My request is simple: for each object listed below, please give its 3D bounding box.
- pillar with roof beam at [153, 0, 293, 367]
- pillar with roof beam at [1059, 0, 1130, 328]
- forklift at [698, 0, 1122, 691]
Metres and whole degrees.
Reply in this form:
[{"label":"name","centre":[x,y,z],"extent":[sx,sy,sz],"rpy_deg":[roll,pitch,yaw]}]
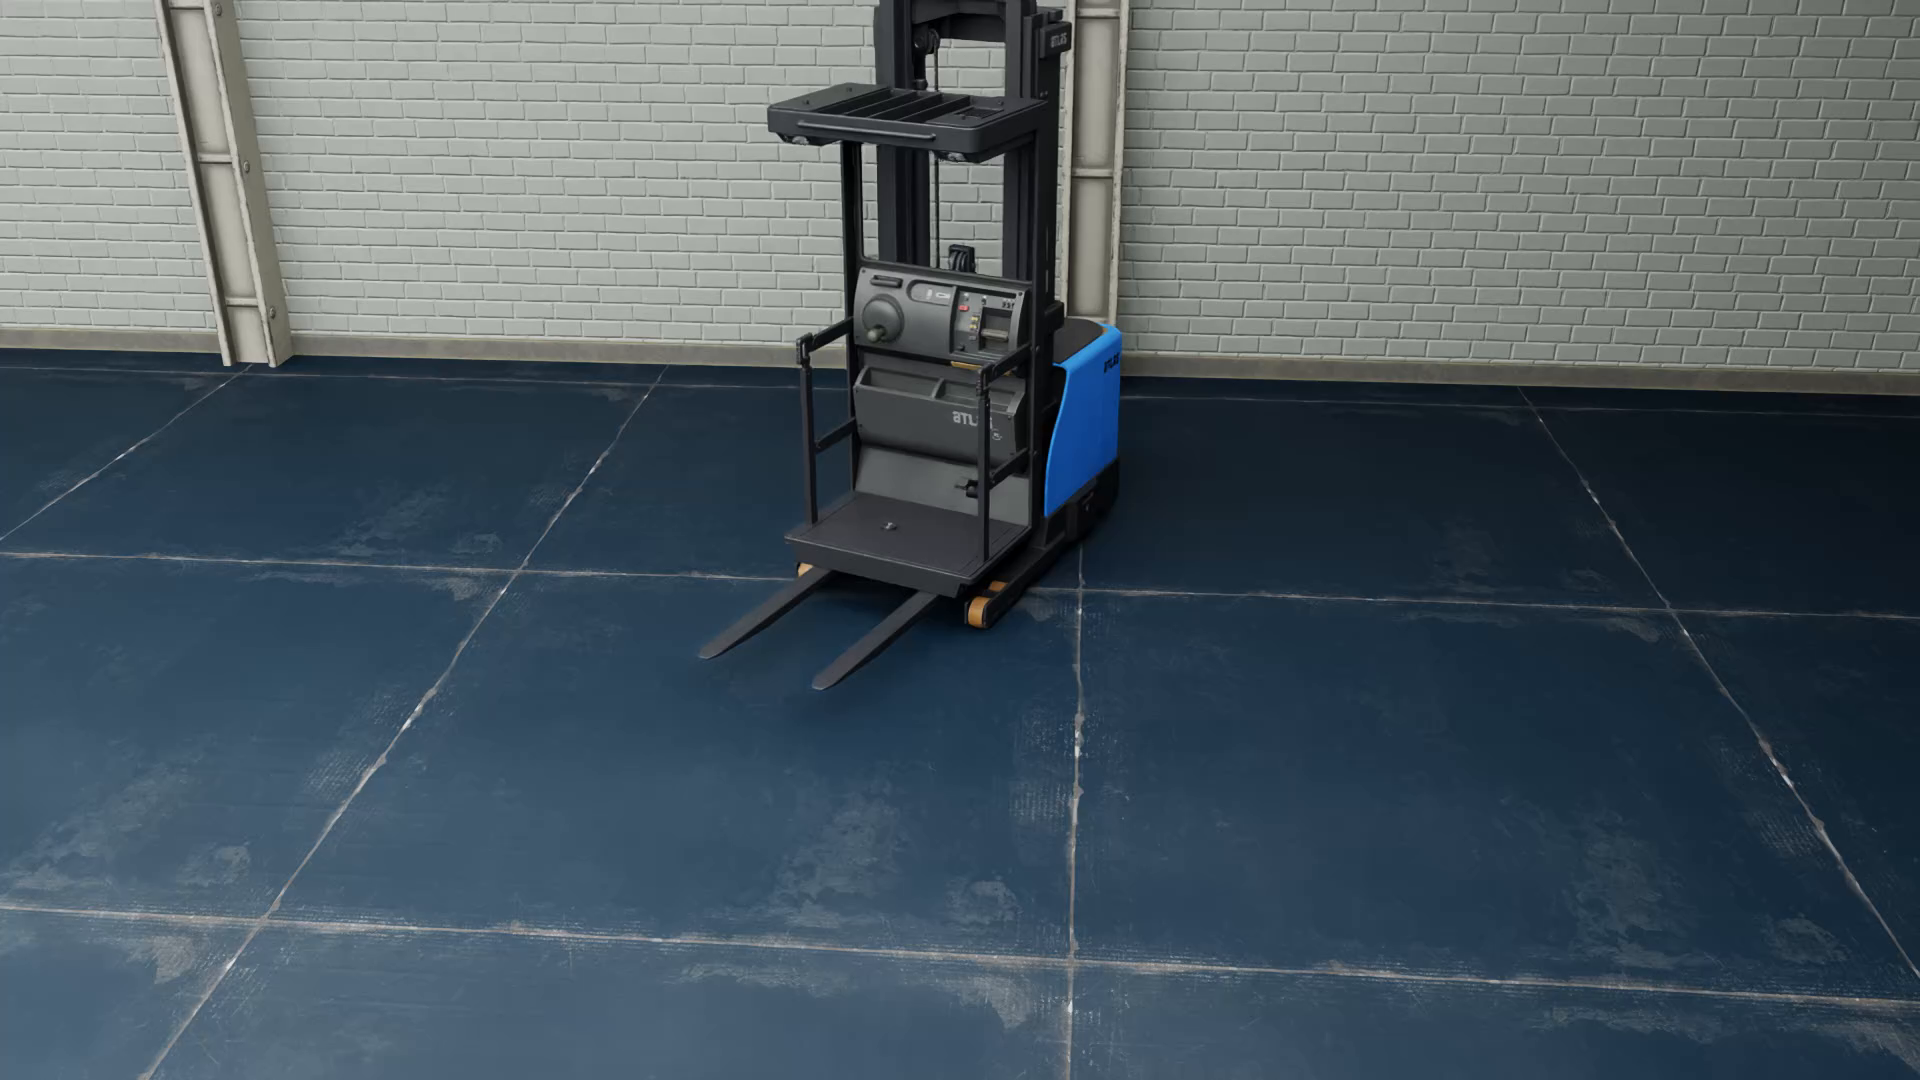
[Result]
[{"label":"pillar with roof beam","centre":[-5.429,-3.608,6.326],"extent":[0.400,9.000,9.100],"rpy_deg":[2,25,4]},{"label":"pillar with roof beam","centre":[0.553,-3.416,5.908],"extent":[0.400,9.000,9.100],"rpy_deg":[2,25,4]},{"label":"forklift","centre":[-0.205,-1.099,8.131],"extent":[1.130,2.935,3.031],"rpy_deg":[12,27,25]}]
